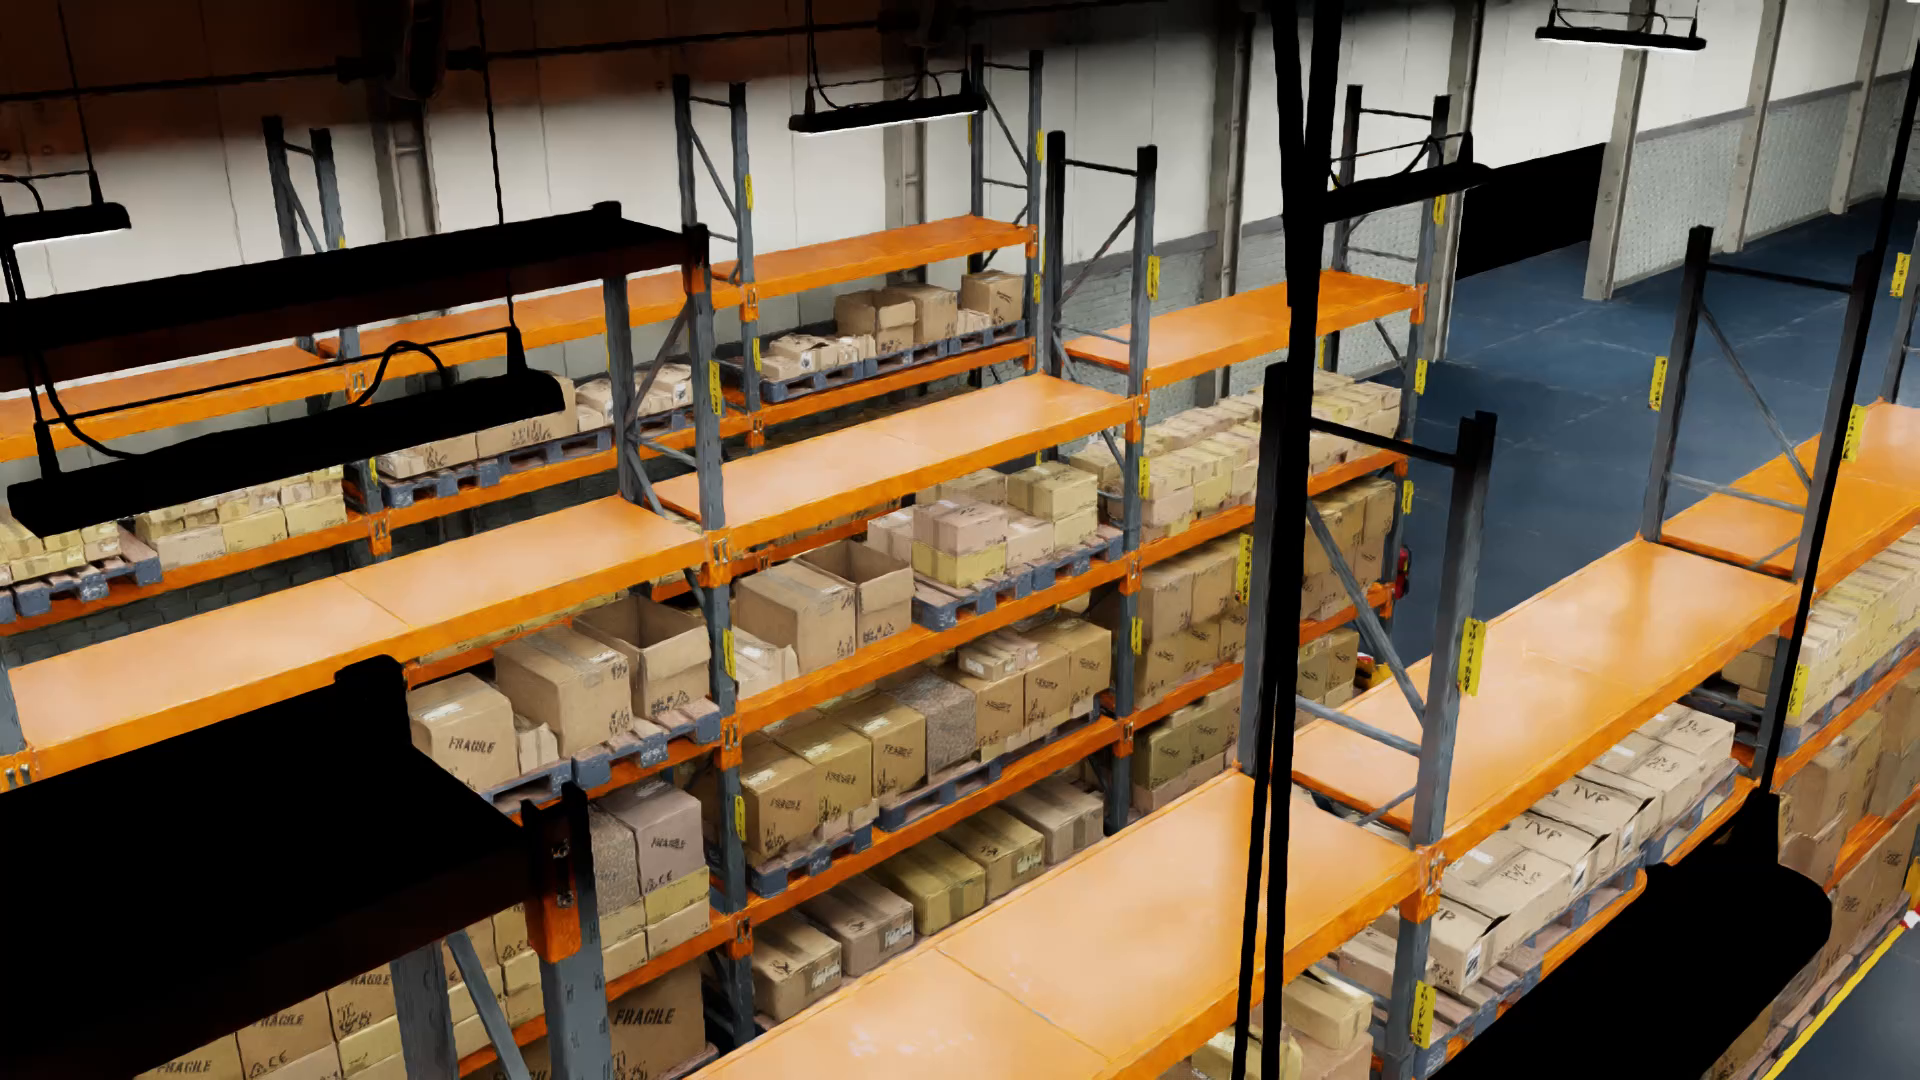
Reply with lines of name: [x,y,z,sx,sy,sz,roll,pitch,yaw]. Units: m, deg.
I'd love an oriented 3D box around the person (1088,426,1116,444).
person: [1.710,-1.091,21.343,0.531,1.668,0.572,7,24,17]
